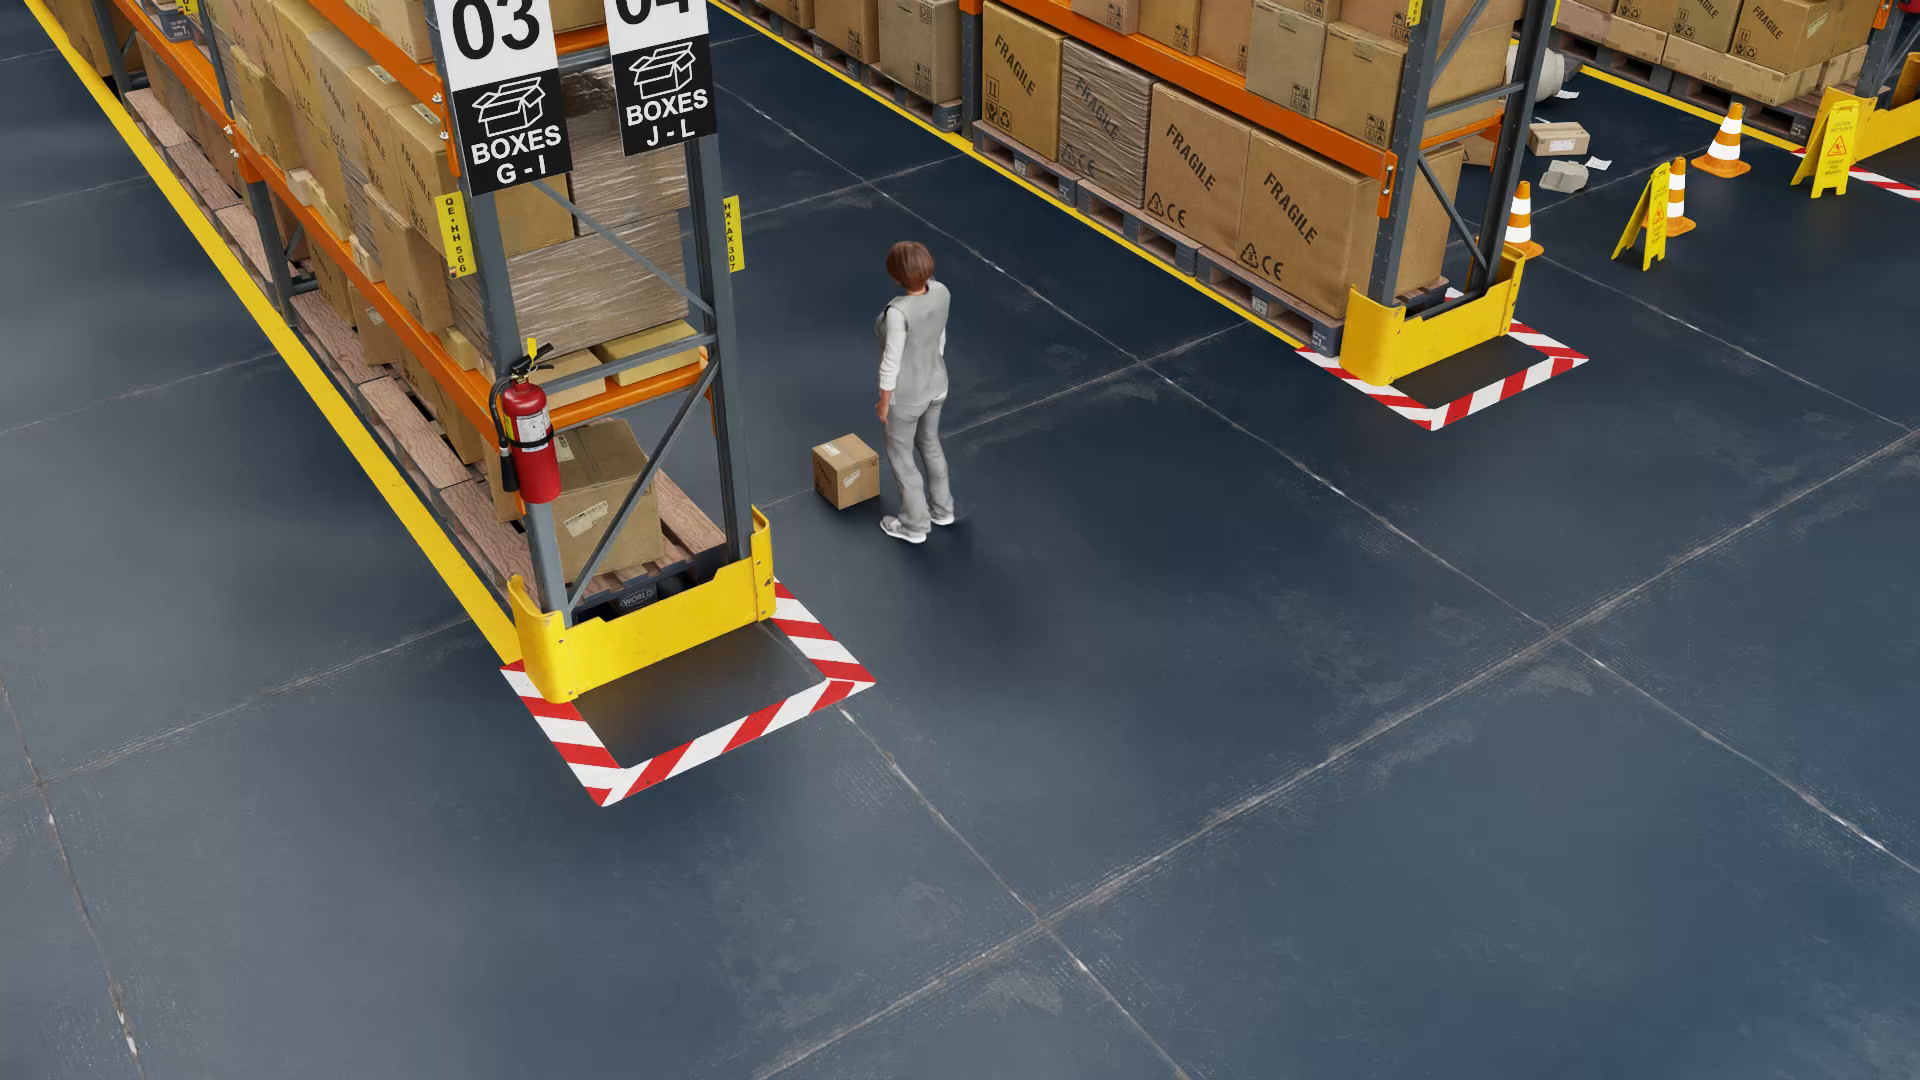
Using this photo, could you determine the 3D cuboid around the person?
[{"bbox_3d":[-0.228,-0.692,7.943,0.305,1.601,0.407,27,44,31],"label":"person"}]
